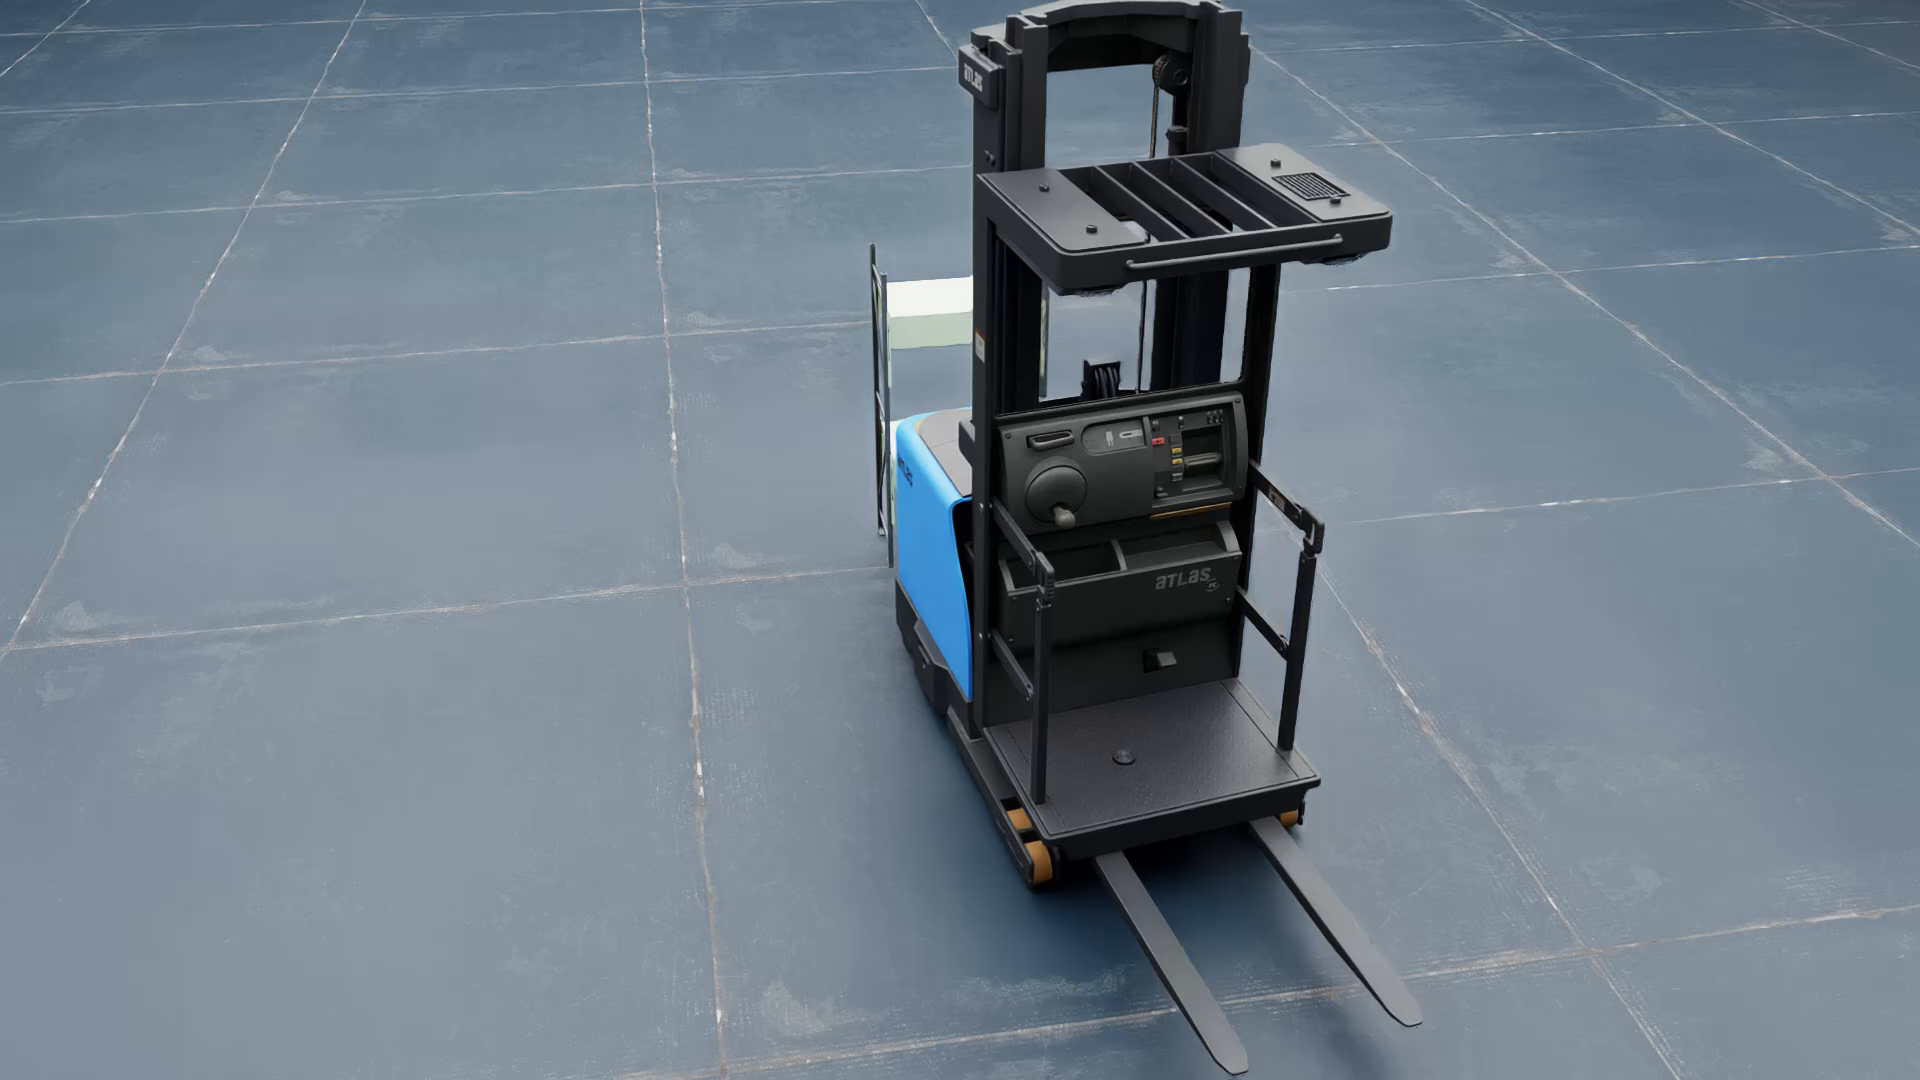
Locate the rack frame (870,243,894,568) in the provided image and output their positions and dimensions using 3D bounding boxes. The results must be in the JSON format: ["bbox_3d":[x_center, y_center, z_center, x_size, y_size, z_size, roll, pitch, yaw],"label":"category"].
[{"bbox_3d":[-0.367,-0.612,7.812,0.023,1.500,0.400,-5,31,-9],"label":"rack frame"}]

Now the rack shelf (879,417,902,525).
[{"bbox_3d":[-0.007,-0.365,8.034,0.720,0.370,0.431,-5,31,-9],"label":"rack shelf"}]

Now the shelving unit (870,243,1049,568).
[{"bbox_3d":[-0.007,-0.646,7.869,0.755,1.500,0.431,-5,31,-9],"label":"shelving unit"}]

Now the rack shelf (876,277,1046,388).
[{"bbox_3d":[-0.007,-0.982,7.671,0.720,0.370,0.431,-5,31,-9],"label":"rack shelf"}]

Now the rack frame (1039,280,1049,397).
[{"bbox_3d":[0.353,-0.679,7.926,0.023,1.500,0.400,-5,31,-9],"label":"rack frame"}]

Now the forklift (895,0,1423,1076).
[{"bbox_3d":[0.662,-0.228,5.746,1.130,2.935,3.031,-10,32,-16],"label":"forklift"}]
